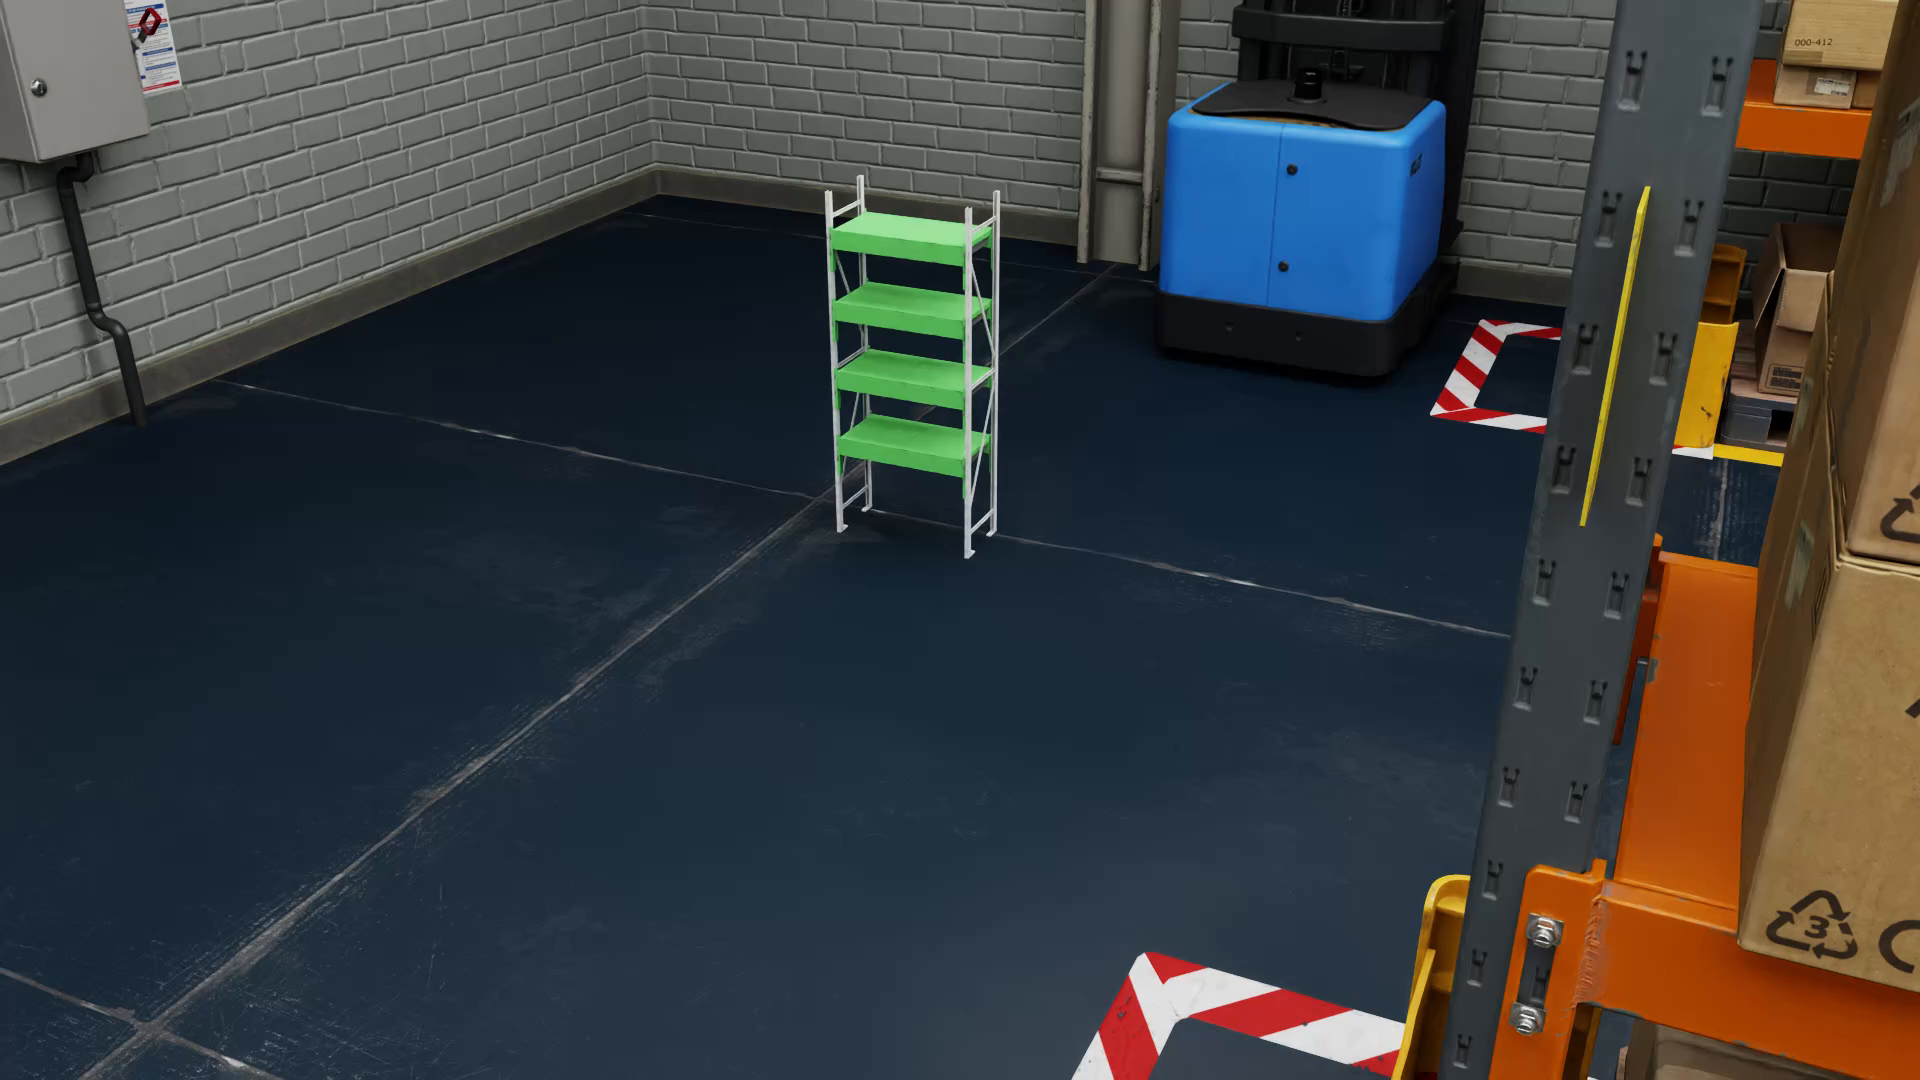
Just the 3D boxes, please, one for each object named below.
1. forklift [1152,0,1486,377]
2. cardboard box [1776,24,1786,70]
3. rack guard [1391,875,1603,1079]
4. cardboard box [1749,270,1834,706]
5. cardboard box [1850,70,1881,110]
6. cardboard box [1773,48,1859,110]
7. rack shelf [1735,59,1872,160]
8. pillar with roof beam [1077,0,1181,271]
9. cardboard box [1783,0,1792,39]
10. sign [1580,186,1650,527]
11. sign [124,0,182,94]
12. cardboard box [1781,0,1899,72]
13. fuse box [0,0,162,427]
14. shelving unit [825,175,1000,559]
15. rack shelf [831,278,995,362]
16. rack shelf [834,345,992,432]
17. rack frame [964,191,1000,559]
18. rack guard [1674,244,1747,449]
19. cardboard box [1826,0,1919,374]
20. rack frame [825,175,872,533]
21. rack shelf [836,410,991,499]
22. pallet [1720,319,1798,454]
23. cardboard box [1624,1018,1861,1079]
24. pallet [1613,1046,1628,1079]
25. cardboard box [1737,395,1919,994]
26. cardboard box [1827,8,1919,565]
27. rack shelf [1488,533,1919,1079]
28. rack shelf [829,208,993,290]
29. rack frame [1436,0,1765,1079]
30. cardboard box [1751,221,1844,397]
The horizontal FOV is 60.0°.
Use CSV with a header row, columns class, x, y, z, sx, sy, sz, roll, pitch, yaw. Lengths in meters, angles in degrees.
class,x,y,z,sx,sy,sz,roll,pitch,yaw
forklift,1.939,-2.624,7.760,1.130,2.935,3.031,12,29,22
cardboard box,3.347,-1.907,6.512,0.250,0.149,0.380,11,28,21
rack guard,0.861,1.141,2.866,0.348,0.500,1.175,11,28,22
cardboard box,1.431,-0.039,2.320,0.500,0.500,0.500,12,28,22
cardboard box,3.370,-1.662,6.013,0.250,0.149,0.380,12,29,23
cardboard box,3.120,-1.689,6.070,0.250,0.149,0.380,11,28,21
rack shelf,4.755,-1.284,5.777,4.000,0.370,1.077,11,28,22
pillar with roof beam,-0.929,-3.788,3.257,0.400,9.000,9.100,11,28,22
cardboard box,3.463,-2.061,6.374,0.500,0.250,0.500,12,29,23
sign,0.648,-0.178,1.646,0.005,0.325,0.100,11,28,22
sign,-3.242,-2.009,6.543,0.001,0.494,0.329,11,28,22
cardboard box,3.236,-1.847,5.939,0.500,0.250,0.500,12,28,22
fuse box,-3.257,-1.238,6.326,0.414,1.711,0.539,11,28,22
shelving unit,-0.151,-0.569,5.546,0.503,1.200,0.258,11,28,22
rack shelf,-0.151,-0.727,5.469,0.480,0.148,0.258,11,28,22
rack shelf,-0.151,-0.511,5.575,0.480,0.148,0.258,11,28,22
rack frame,0.071,-0.524,5.456,0.015,1.200,0.240,11,28,22
rack guard,3.003,-0.837,6.884,0.348,0.500,1.175,11,28,22
cardboard box,1.420,-0.477,2.078,0.500,0.500,0.500,12,29,23
rack frame,-0.373,-0.613,5.637,0.015,1.200,0.240,11,28,22
rack shelf,-0.151,-0.296,5.681,0.480,0.148,0.258,11,28,22
pallet,3.729,-0.562,6.653,1.213,0.211,1.003,11,28,22
cardboard box,1.525,1.066,2.615,0.875,0.438,0.875,10,28,20
pallet,1.643,1.390,2.688,1.213,0.211,1.003,11,28,22
cardboard box,1.201,0.182,1.871,0.500,0.500,0.500,11,28,21
cardboard box,1.202,-0.267,1.652,0.500,0.500,0.500,11,28,21
rack shelf,2.703,0.712,1.722,4.000,0.370,1.077,11,28,22
rack shelf,-0.151,-0.942,5.363,0.480,0.148,0.258,11,28,22
rack frame,0.884,0.023,2.308,0.053,2.616,0.949,11,28,22
cardboard box,3.452,-0.891,6.515,0.637,0.503,0.797,10,28,20
